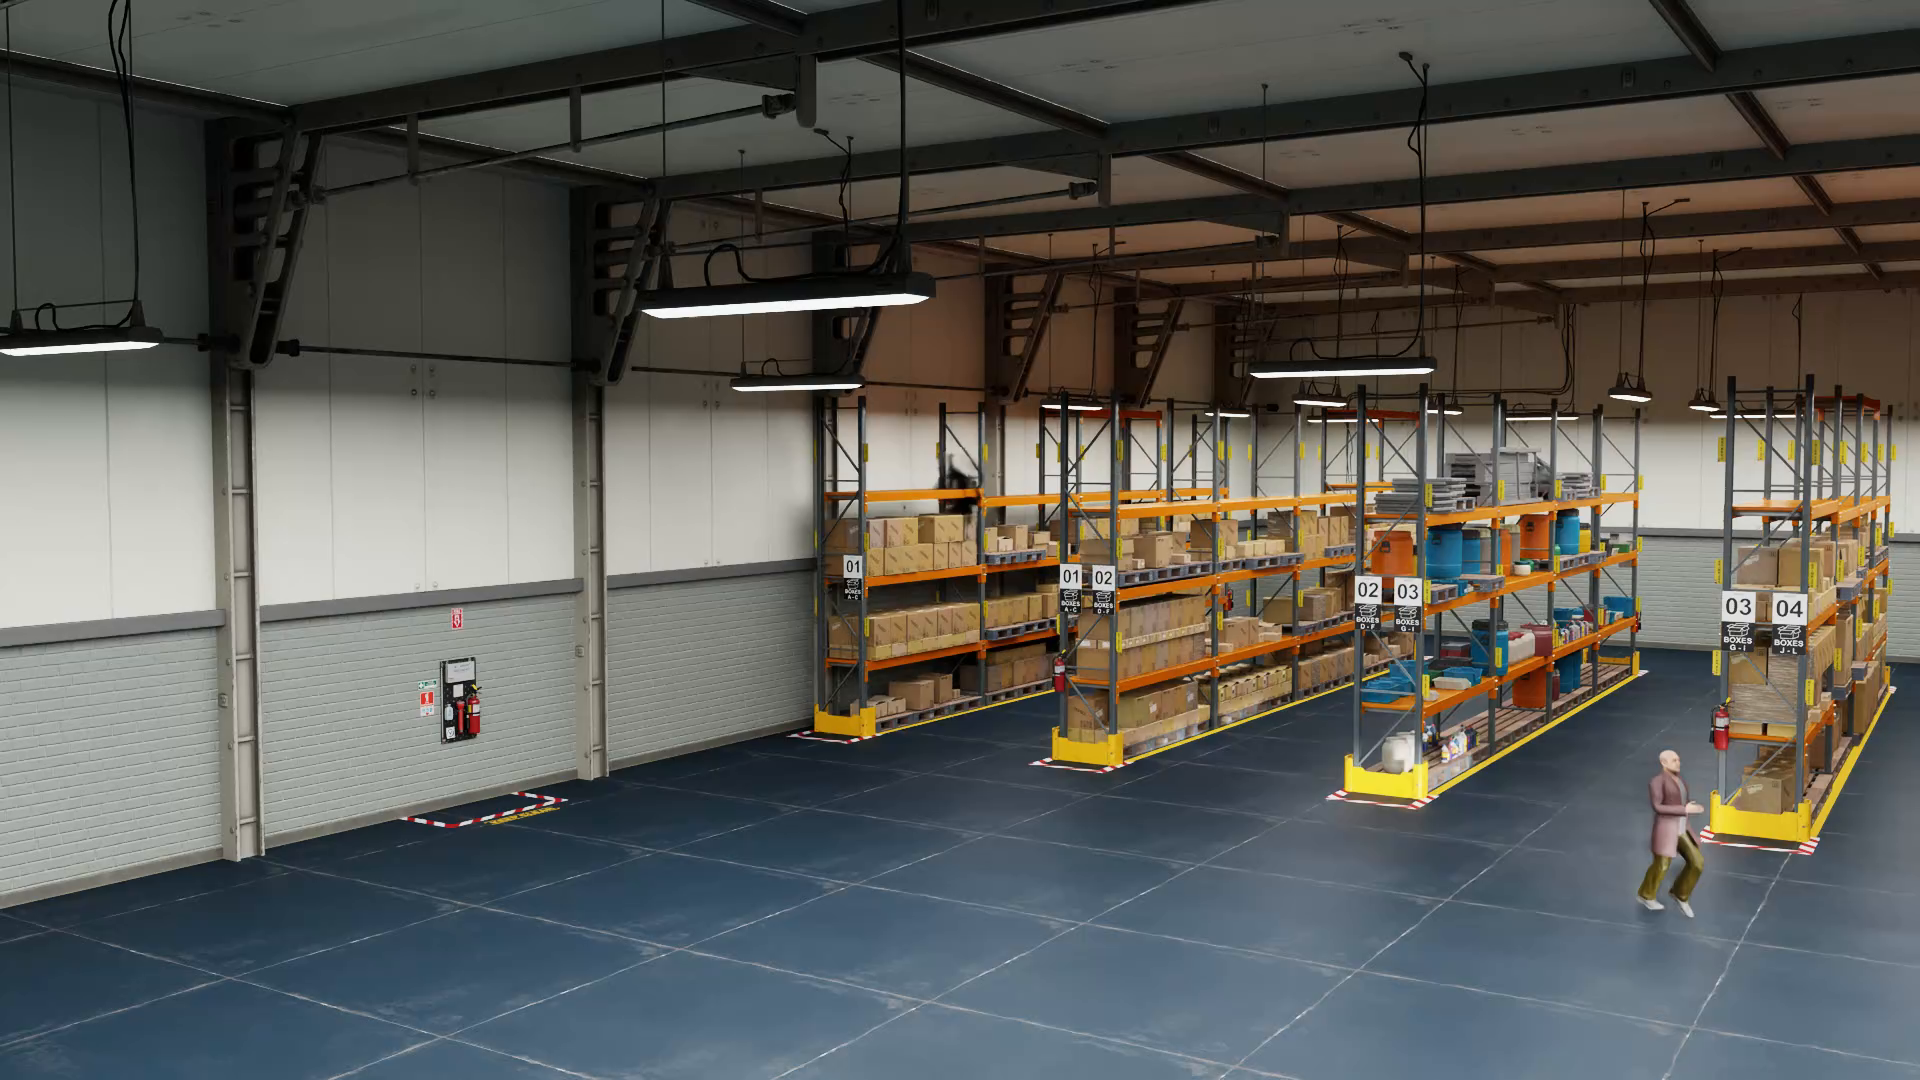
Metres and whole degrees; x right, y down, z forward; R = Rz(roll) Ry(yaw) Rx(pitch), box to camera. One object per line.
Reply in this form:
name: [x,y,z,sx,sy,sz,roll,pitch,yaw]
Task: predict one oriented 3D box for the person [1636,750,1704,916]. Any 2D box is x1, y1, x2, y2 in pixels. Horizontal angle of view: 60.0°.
person: [7.696,3.182,17.959,0.698,1.830,0.779,-2,3,-29]
